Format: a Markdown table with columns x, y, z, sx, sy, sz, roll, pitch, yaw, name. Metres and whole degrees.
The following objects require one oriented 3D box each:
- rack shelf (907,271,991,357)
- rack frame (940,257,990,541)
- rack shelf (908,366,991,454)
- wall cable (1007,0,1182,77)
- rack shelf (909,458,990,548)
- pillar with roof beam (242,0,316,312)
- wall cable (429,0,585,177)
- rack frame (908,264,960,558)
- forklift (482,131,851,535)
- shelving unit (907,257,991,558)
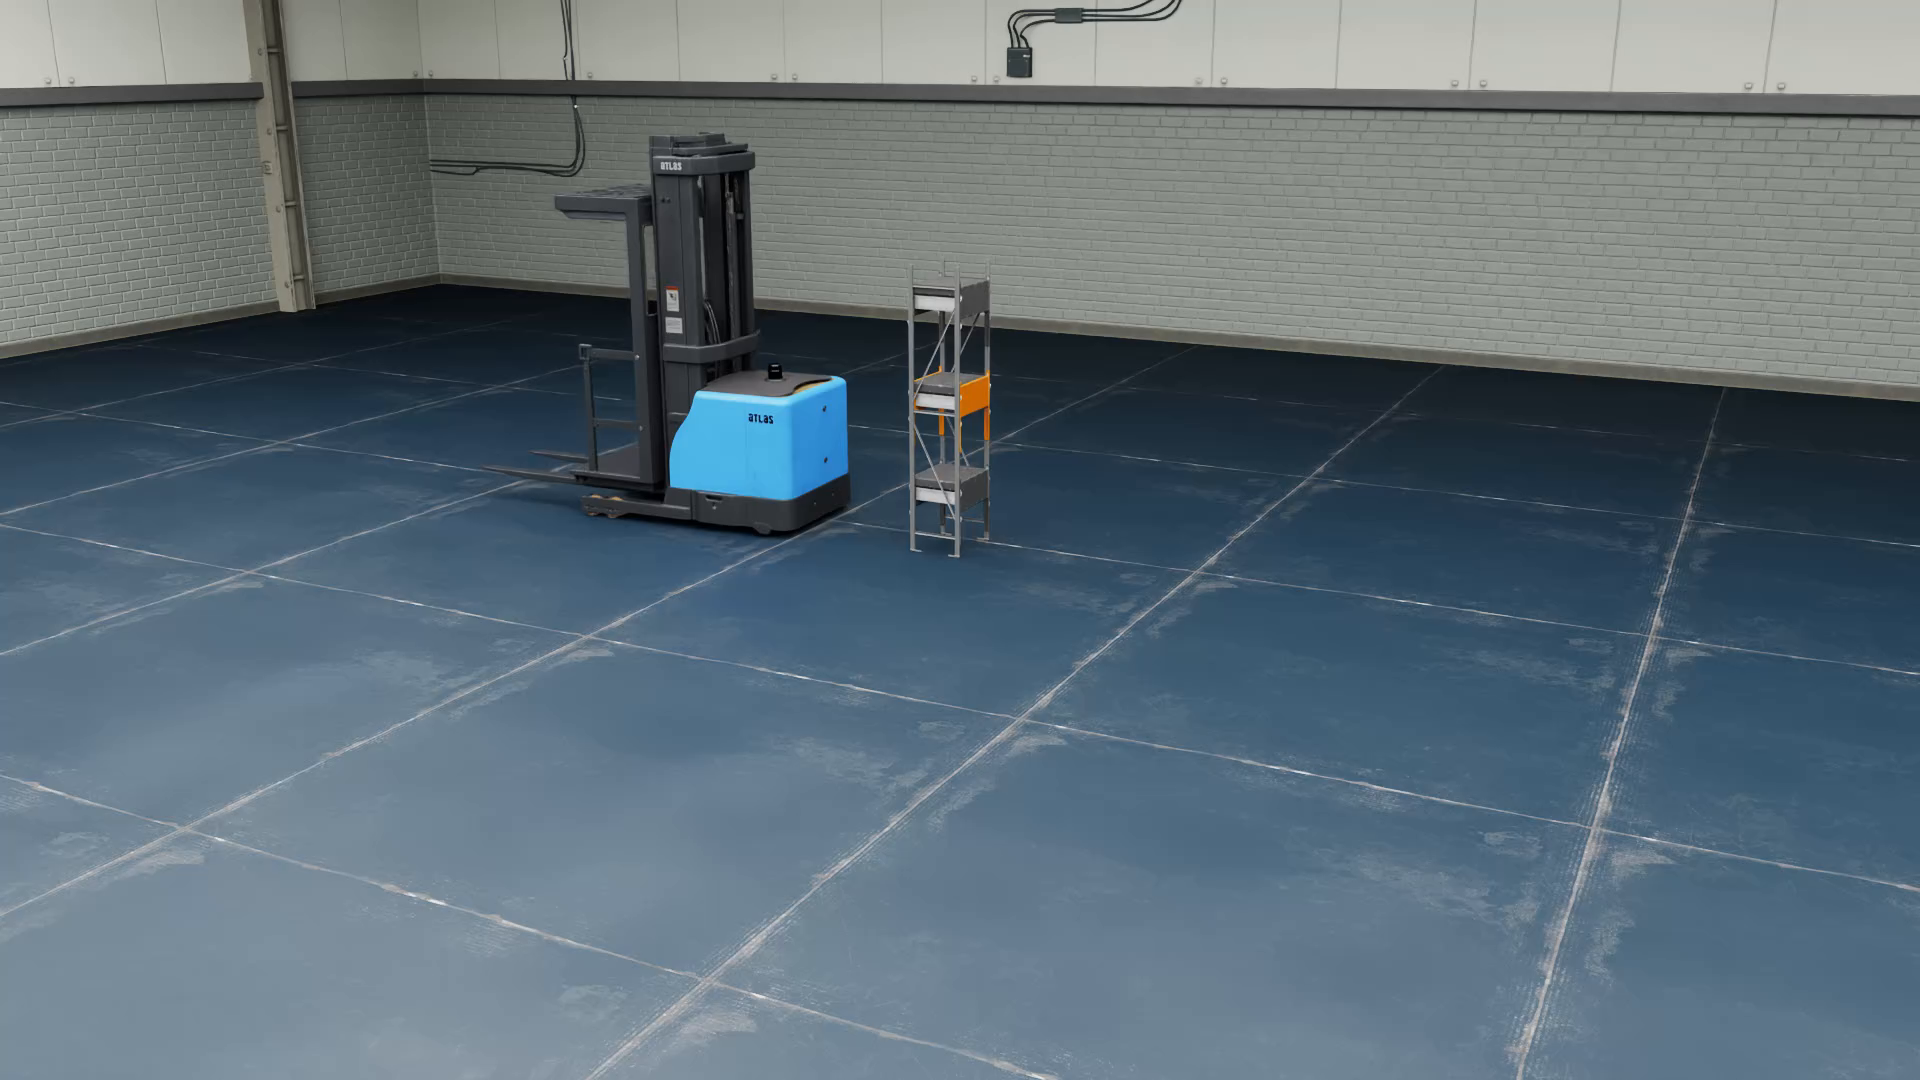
| x | y | z | sx | sy | sz | roll | pitch | yaw | name |
| --- | --- | --- | --- | --- | --- | --- | --- | --- | --- |
| -0.074 | -1.622 | 11.888 | 0.431 | 0.518 | 0.480 | 8 | 18 | 25 | rack shelf |
| 0.035 | -1.027 | 12.293 | 0.400 | 2.100 | 0.015 | 8 | 18 | 25 | rack frame |
| -0.074 | -0.951 | 12.087 | 0.431 | 0.518 | 0.480 | 8 | 18 | 25 | rack shelf |
| 1.633 | -8.566 | 19.586 | 2.305 | 6.003 | 0.169 | 8 | 18 | 25 | wall cable |
| -0.074 | -0.280 | 12.287 | 0.431 | 0.518 | 0.480 | 8 | 18 | 25 | rack shelf |
| -5.501 | -7.018 | 20.347 | 9.100 | 9.000 | 0.400 | 8 | 18 | 25 | pillar with roof beam |
| -6.853 | -6.659 | 24.593 | 3.097 | 2.526 | 0.112 | 8 | 18 | 25 | wall cable |
| -0.183 | -0.902 | 11.874 | 0.400 | 2.100 | 0.015 | 8 | 18 | 25 | rack frame |
| -2.440 | -1.704 | 13.113 | 3.031 | 2.935 | 1.130 | 7 | 18 | 23 | forklift |
| -0.074 | -0.964 | 12.083 | 0.431 | 2.100 | 0.503 | 8 | 18 | 25 | shelving unit |
